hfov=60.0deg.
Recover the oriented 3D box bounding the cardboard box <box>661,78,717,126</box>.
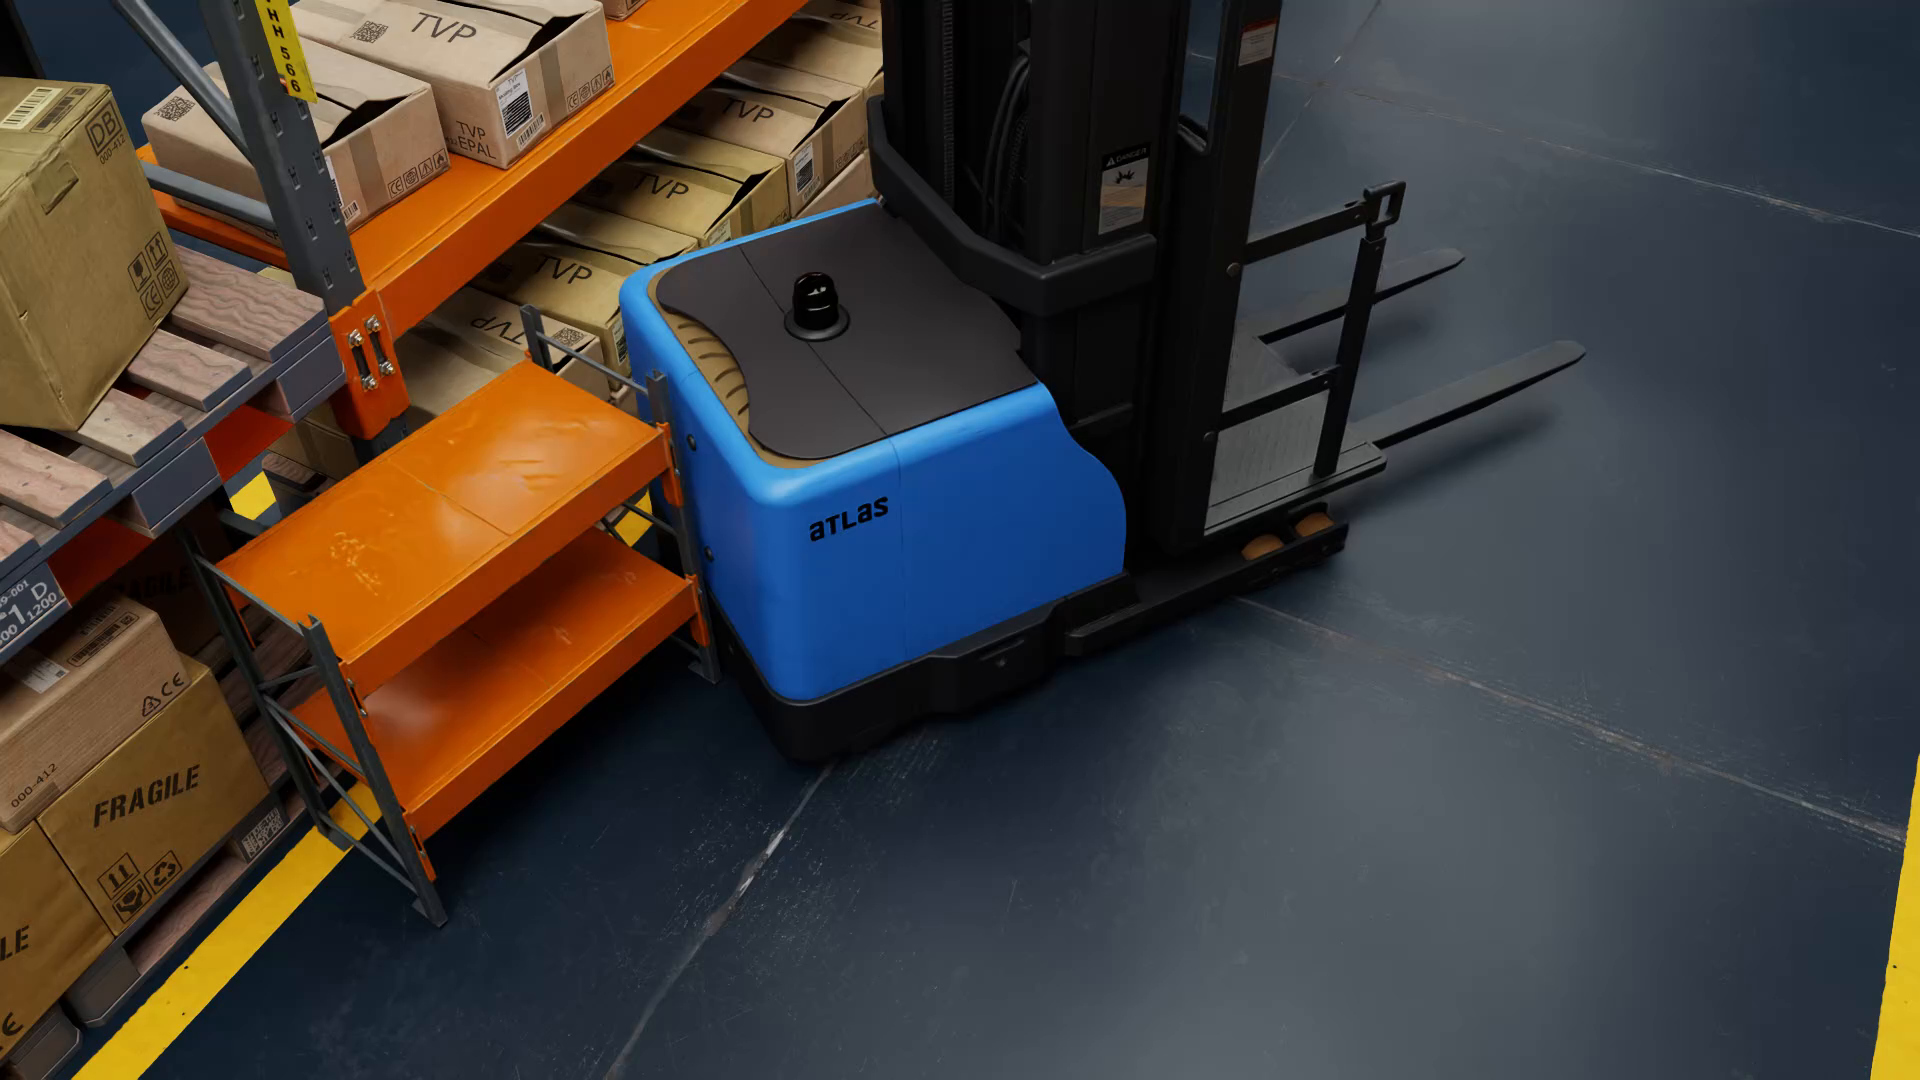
[{"bbox_3d":[-1.158,-1.601,5.967,0.500,0.311,0.500,22,49,20],"label":"cardboard box"}]

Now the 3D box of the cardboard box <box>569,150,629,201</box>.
[{"bbox_3d":[-1.393,-1.286,5.656,0.500,0.311,0.500,20,49,19],"label":"cardboard box"}]

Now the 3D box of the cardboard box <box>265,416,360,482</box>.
[{"bbox_3d":[-1.862,-0.443,5.217,0.500,0.250,0.500,22,49,20],"label":"cardboard box"}]

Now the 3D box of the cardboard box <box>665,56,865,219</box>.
[{"bbox_3d":[-0.673,-1.439,5.807,0.500,0.311,0.500,20,49,19],"label":"cardboard box"}]

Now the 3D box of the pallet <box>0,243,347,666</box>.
[{"bbox_3d":[-2.142,-0.332,3.604,1.213,0.211,1.003,20,49,19],"label":"pallet"}]

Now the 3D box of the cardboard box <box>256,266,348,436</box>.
[{"bbox_3d":[-1.865,-0.639,5.017,0.500,0.311,0.500,22,49,20],"label":"cardboard box"}]

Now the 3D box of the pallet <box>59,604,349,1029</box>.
[{"bbox_3d":[-2.270,0.588,4.520,1.003,0.211,1.213,20,49,19],"label":"pallet"}]

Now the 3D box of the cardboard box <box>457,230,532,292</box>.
[{"bbox_3d":[-1.629,-0.969,5.342,0.500,0.311,0.500,20,49,18],"label":"cardboard box"}]

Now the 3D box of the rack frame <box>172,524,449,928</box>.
[{"bbox_3d":[-1.531,0.478,3.977,0.500,1.125,0.032,28,51,27],"label":"rack frame"}]

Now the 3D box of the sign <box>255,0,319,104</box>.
[{"bbox_3d":[-1.405,-1.056,3.426,0.100,0.325,0.005,20,49,19],"label":"sign"}]

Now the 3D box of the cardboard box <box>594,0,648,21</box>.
[{"bbox_3d":[-1.125,-1.948,4.996,0.500,0.500,0.500,18,48,17],"label":"cardboard box"}]

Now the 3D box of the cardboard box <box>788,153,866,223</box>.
[{"bbox_3d":[-0.680,-1.233,5.998,0.500,0.250,0.500,21,49,20],"label":"cardboard box"}]

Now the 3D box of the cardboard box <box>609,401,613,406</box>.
[{"bbox_3d":[-1.387,-0.264,5.040,0.500,0.250,0.500,20,49,19],"label":"cardboard box"}]

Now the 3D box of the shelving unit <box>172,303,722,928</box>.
[{"bbox_3d":[-1.221,0.191,4.261,0.538,1.125,1.048,28,51,27],"label":"shelving unit"}]

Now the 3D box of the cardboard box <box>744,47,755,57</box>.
[{"bbox_3d":[-0.922,-1.930,6.292,0.500,0.311,0.500,19,48,18],"label":"cardboard box"}]

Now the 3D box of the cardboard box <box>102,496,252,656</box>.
[{"bbox_3d":[-2.354,0.066,4.523,0.500,0.500,0.500,22,49,21],"label":"cardboard box"}]

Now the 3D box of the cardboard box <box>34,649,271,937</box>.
[{"bbox_3d":[-2.116,0.541,4.055,0.500,0.500,0.500,22,49,21],"label":"cardboard box"}]

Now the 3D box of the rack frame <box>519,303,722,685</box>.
[{"bbox_3d":[-0.911,-0.095,4.544,0.500,1.125,0.032,28,51,27],"label":"rack frame"}]

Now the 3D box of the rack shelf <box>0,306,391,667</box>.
[{"bbox_3d":[-2.818,0.663,2.992,1.077,0.370,4.000,20,49,19],"label":"rack shelf"}]

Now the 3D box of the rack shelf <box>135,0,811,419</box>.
[{"bbox_3d":[-0.961,-1.857,5.482,1.077,0.370,4.000,20,49,19],"label":"rack shelf"}]

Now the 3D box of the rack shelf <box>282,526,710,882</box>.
[{"bbox_3d":[-1.216,0.366,4.431,0.538,0.278,1.000,28,51,27],"label":"rack shelf"}]

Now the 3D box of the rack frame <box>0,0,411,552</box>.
[{"bbox_3d":[-1.890,-0.850,3.981,1.000,3.000,0.127,20,49,19],"label":"rack frame"}]

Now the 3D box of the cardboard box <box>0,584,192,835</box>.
[{"bbox_3d":[-2.139,0.314,3.752,0.500,0.250,0.500,22,49,21],"label":"cardboard box"}]

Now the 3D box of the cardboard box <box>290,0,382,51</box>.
[{"bbox_3d":[-1.717,-1.419,4.721,0.380,0.149,0.250,20,49,19],"label":"cardboard box"}]

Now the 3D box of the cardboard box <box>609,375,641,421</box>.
[{"bbox_3d":[-1.154,-0.581,5.353,0.500,0.250,0.500,19,48,18],"label":"cardboard box"}]

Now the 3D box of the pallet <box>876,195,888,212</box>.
[{"bbox_3d":[-0.906,-1.141,6.229,1.003,0.211,1.213,20,49,19],"label":"pallet"}]

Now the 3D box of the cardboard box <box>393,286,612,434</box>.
[{"bbox_3d":[-1.387,-0.461,4.840,0.500,0.311,0.500,22,49,20],"label":"cardboard box"}]

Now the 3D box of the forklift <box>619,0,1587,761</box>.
[{"bbox_3d":[0.612,-1.194,4.369,3.031,2.935,1.130,-21,49,-20],"label":"forklift"}]

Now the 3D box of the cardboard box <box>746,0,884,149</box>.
[{"bbox_3d":[-0.437,-1.755,6.119,0.500,0.311,0.500,20,49,19],"label":"cardboard box"}]

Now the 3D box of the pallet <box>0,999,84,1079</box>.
[{"bbox_3d":[-2.837,1.354,3.764,1.003,0.211,1.213,20,49,19],"label":"pallet"}]

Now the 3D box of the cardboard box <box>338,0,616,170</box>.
[{"bbox_3d":[-1.303,-1.318,4.506,0.500,0.311,0.500,20,49,19],"label":"cardboard box"}]

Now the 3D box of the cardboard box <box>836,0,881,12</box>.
[{"bbox_3d":[-0.203,-2.068,6.429,0.500,0.311,0.500,22,49,20],"label":"cardboard box"}]

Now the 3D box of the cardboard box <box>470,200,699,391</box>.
[{"bbox_3d":[-1.150,-0.795,5.170,0.500,0.311,0.500,19,48,18],"label":"cardboard box"}]

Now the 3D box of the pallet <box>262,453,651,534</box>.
[{"bbox_3d":[-1.473,-0.375,5.473,1.003,0.211,1.213,20,49,19],"label":"pallet"}]

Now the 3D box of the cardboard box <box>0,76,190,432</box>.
[{"bbox_3d":[-2.082,-0.599,3.367,0.700,0.500,0.500,6,46,6],"label":"cardboard box"}]

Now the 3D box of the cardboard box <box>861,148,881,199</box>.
[{"bbox_3d":[-0.442,-1.553,6.314,0.500,0.250,0.500,21,49,20],"label":"cardboard box"}]

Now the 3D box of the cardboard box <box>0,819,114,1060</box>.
[{"bbox_3d":[-2.357,0.867,3.733,0.500,0.500,0.500,19,48,18],"label":"cardboard box"}]

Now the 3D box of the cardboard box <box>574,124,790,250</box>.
[{"bbox_3d":[-0.911,-1.115,5.487,0.500,0.311,0.500,19,48,18],"label":"cardboard box"}]

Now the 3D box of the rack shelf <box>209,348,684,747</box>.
[{"bbox_3d":[-1.227,-0.018,4.056,0.538,0.278,1.000,28,51,27],"label":"rack shelf"}]

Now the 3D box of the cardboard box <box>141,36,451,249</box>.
[{"bbox_3d":[-1.682,-1.033,4.225,0.500,0.311,0.500,23,50,21],"label":"cardboard box"}]
